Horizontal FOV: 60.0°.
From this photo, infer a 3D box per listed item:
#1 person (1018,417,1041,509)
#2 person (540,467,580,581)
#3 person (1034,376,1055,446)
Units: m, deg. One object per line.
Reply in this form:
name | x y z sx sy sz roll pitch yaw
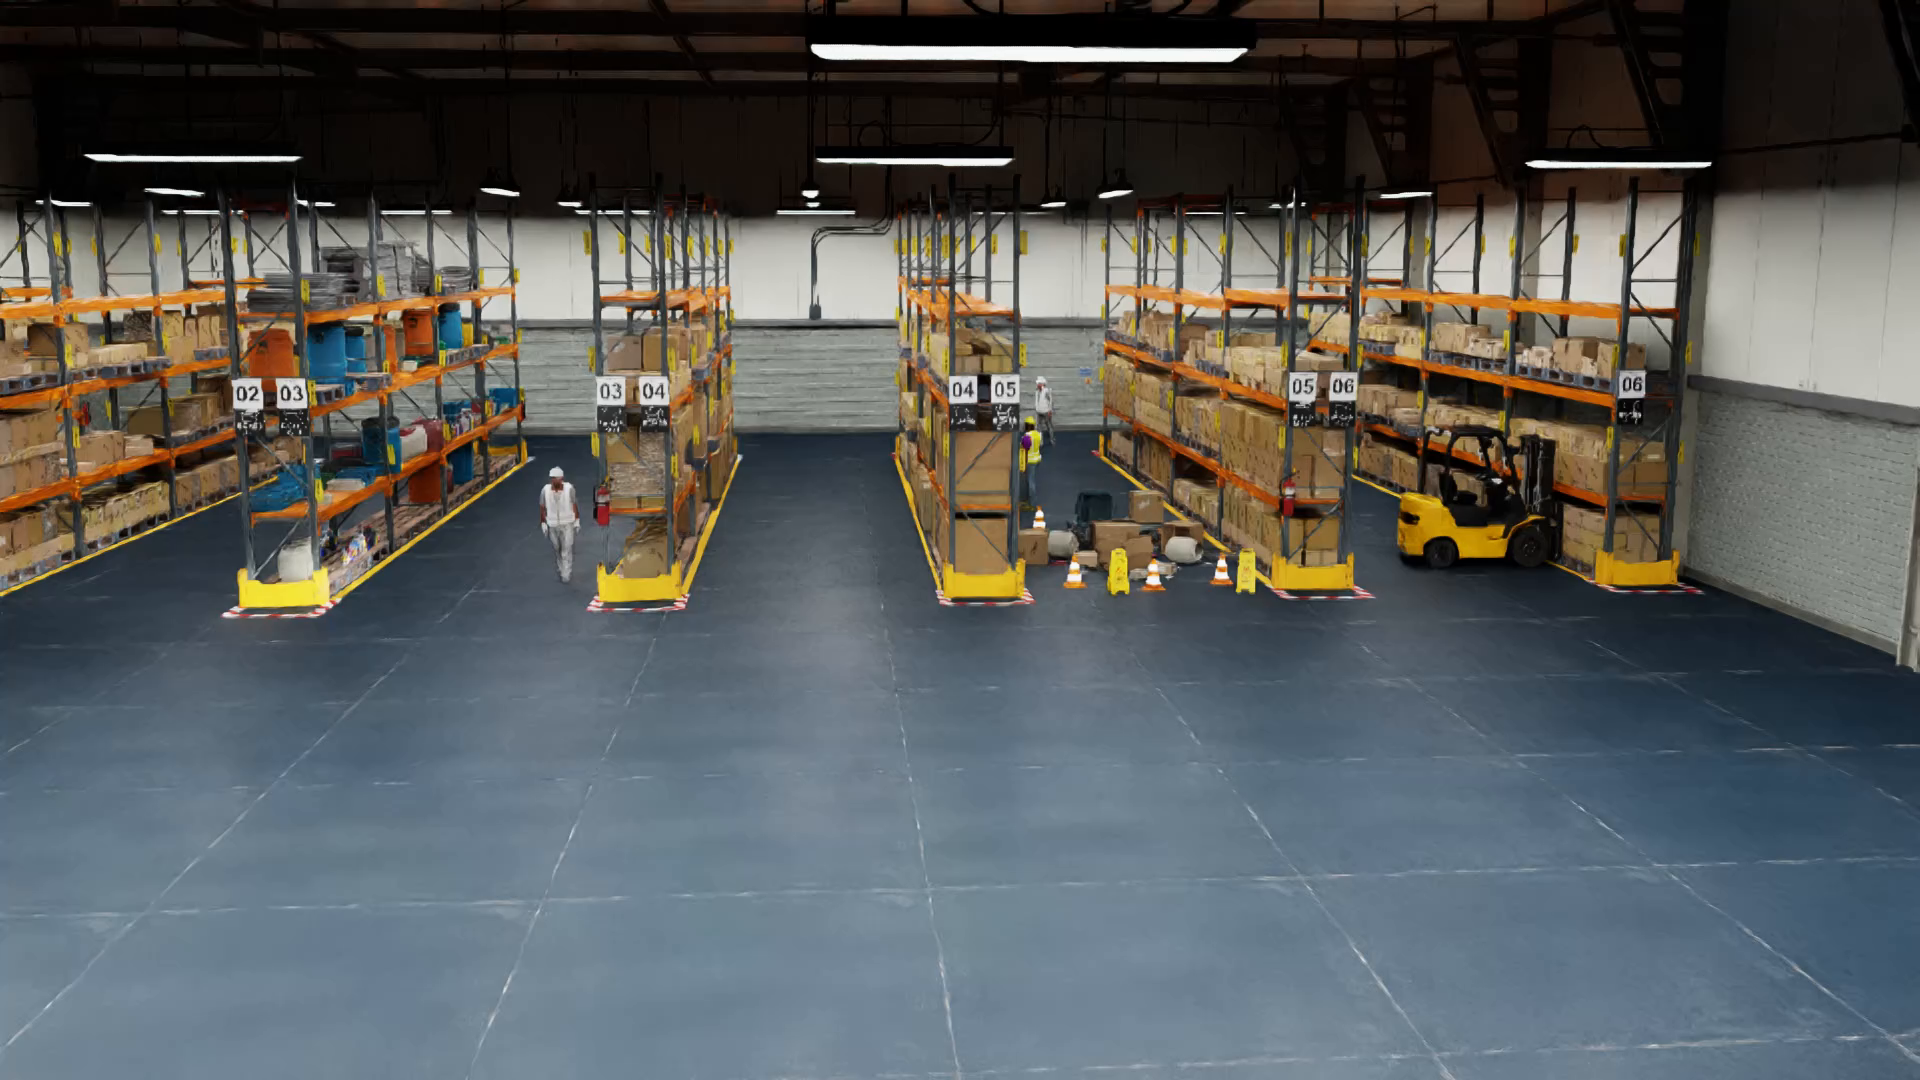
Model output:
person | 1.300 -1.493 31.994 0.497 1.765 0.625 5 11 26
person | -6.095 -0.272 25.261 0.566 1.706 1.122 0 10 -2
person | 2.139 -3.279 42.235 0.560 1.765 0.588 9 13 41
